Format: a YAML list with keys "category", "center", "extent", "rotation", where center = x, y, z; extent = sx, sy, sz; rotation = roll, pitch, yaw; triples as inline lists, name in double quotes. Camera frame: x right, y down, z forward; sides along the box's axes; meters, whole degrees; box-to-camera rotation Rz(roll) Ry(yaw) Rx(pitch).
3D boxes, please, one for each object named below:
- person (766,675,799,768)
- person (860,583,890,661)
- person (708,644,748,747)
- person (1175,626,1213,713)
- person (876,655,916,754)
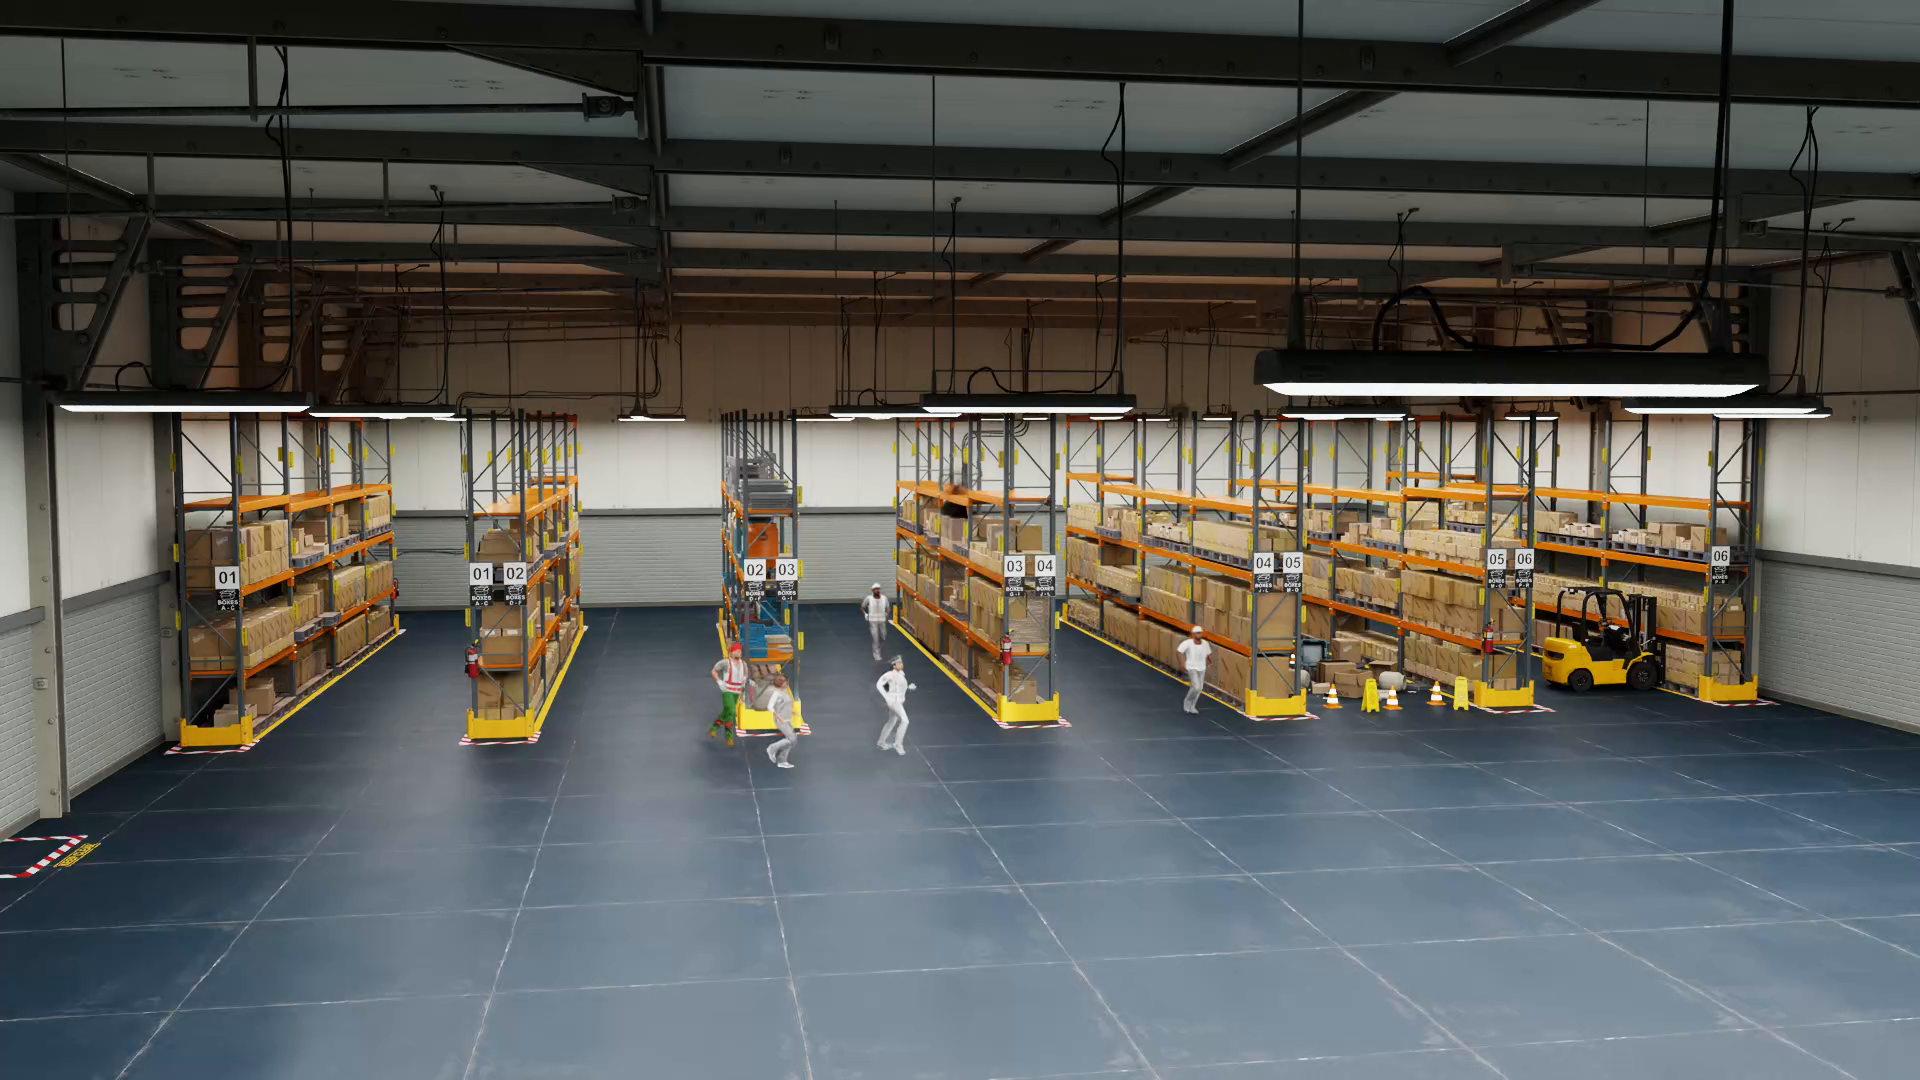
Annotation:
- category: "person"
  center: [-2.948, 3.022, 27.632]
  extent: [0.512, 1.552, 0.507]
  rotation: [1, 4, 14]
- category: "person"
  center: [-1.923, 1.883, 38.347]
  extent: [0.694, 1.759, 0.735]
  rotation: [-1, 4, -17]
- category: "person"
  center: [-4.137, 2.766, 29.982]
  extent: [0.834, 1.804, 0.731]
  rotation: [3, 5, 40]
- category: "person"
  center: [4.685, 2.560, 32.819]
  extent: [0.703, 1.728, 0.609]
  rotation: [-2, 4, -24]
- category: "person"
  center: [-1.108, 2.872, 29.012]
  extent: [0.709, 1.755, 0.578]
  rotation: [2, 4, 24]
